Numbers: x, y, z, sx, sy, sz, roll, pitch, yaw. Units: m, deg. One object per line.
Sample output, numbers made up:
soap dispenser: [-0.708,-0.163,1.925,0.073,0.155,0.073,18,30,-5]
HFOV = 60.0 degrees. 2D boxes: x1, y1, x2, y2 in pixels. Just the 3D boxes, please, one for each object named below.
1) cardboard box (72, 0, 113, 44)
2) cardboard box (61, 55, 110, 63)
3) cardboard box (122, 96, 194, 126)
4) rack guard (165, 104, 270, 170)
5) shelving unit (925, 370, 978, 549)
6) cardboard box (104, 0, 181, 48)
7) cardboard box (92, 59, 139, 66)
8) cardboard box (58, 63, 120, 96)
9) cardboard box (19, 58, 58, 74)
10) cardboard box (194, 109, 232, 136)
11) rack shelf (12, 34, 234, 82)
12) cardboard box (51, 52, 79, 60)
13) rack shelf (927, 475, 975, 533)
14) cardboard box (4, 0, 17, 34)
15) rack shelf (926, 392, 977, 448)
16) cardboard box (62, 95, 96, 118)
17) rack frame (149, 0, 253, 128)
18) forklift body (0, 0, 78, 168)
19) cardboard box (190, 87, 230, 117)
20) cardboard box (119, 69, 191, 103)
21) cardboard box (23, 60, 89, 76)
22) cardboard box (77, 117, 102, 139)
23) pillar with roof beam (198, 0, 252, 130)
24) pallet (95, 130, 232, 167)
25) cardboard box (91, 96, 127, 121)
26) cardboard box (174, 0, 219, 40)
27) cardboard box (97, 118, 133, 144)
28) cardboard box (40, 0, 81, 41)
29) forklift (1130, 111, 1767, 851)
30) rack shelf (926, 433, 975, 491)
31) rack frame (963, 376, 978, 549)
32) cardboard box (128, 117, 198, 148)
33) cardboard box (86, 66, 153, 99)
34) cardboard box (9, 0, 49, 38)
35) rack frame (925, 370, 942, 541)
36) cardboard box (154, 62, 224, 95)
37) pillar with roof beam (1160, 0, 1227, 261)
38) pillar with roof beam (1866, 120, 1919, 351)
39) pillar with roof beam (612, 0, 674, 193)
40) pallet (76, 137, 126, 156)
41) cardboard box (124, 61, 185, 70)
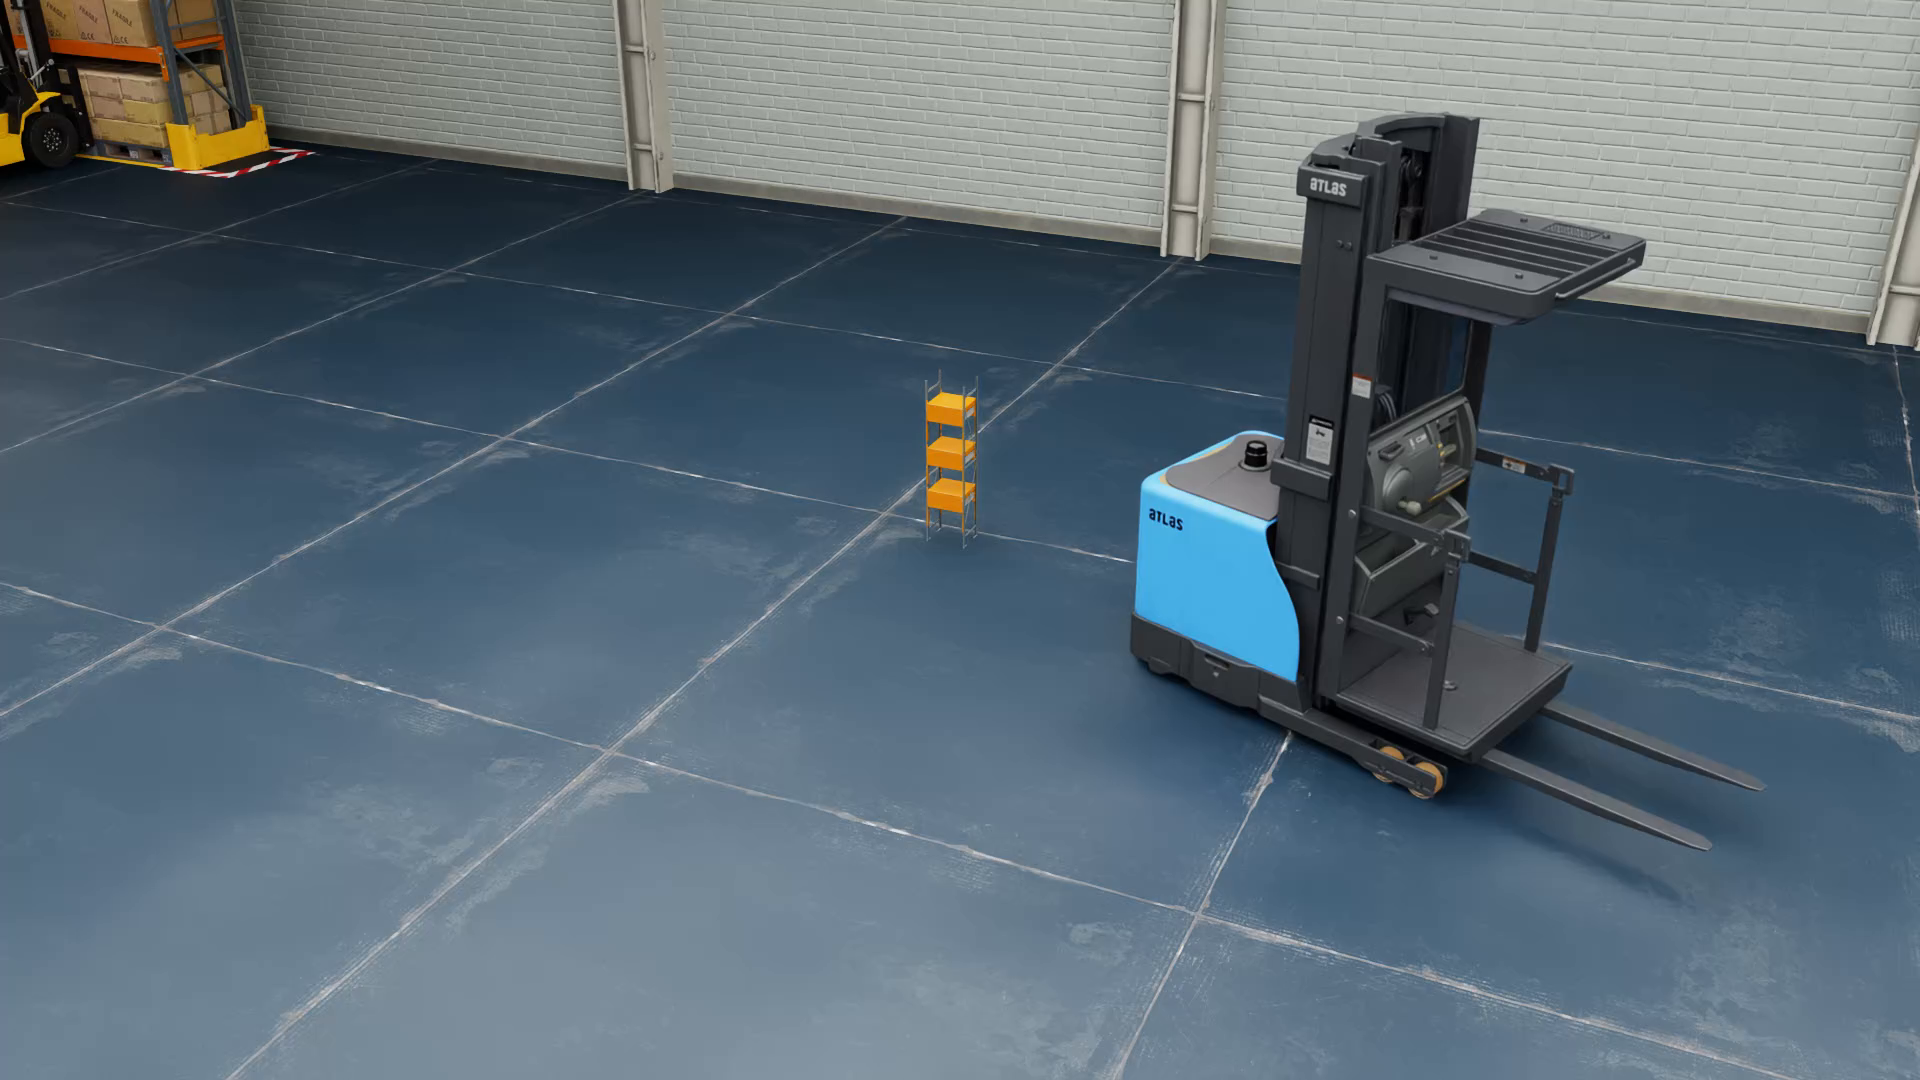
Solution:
cardboard box: [-9.557,-5.887,18.699,0.500,0.500,0.500,12,29,23]
cardboard box: [-10.261,-5.609,19.752,0.500,0.250,0.500,11,28,21]
cardboard box: [-9.104,-4.902,18.882,0.500,0.250,0.500,11,28,21]
rack guard: [-8.510,-4.634,19.096,0.348,0.500,1.175,11,28,22]
shelving unit: [-0.049,-0.481,10.038,0.252,1.050,0.215,11,28,22]
cardboard box: [-9.088,-5.789,18.499,0.500,0.500,0.500,11,28,21]
cardboard box: [-9.798,-5.513,19.556,0.500,0.250,0.500,11,28,21]
cardboard box: [-10.010,-5.301,19.127,0.500,0.250,0.500,12,29,22]
cardboard box: [-10.943,-5.496,19.522,0.500,0.250,0.500,12,29,24]
cardboard box: [-8.898,-4.883,19.409,0.500,0.250,0.500,11,28,22]
rack shelf: [-10.352,-5.803,19.454,4.000,0.370,1.077,11,28,22]
cardboard box: [-10.722,-5.698,19.932,0.500,0.250,0.500,12,28,22]
rack shelf: [-0.049,-0.222,10.165,0.240,0.259,0.215,11,28,22]
cardboard box: [-10.934,-6.169,19.271,0.500,0.500,0.500,11,28,21]
rack shelf: [-0.049,-0.726,9.917,0.240,0.259,0.215,11,28,22]
cardboard box: [-10.035,-5.084,19.252,0.500,0.250,0.500,11,28,21]
rack frame: [-8.531,-5.760,18.553,0.127,3.000,1.000,11,28,22]
forklift body: [-11.013,-4.992,17.954,1.214,2.155,2.313,11,28,22]
cardboard box: [-8.874,-5.108,19.301,0.500,0.250,0.500,12,29,23]
cardboard box: [-9.080,-5.122,18.763,0.500,0.250,0.500,12,29,24]
cardboard box: [-10.469,-5.397,19.321,0.500,0.250,0.500,11,28,21]
cardboard box: [-9.990,-4.863,19.369,0.500,0.250,0.500,12,29,22]
pillar with roof beam: [-10.574,-7.210,14.706,0.400,9.000,9.100,11,28,22]
pallet: [-9.245,-4.632,19.418,1.213,0.211,1.003,11,28,22]
cardboard box: [-9.556,-4.998,19.077,0.500,0.250,0.500,11,28,21]
cardboard box: [-8.867,-6.007,18.941,0.500,0.500,0.500,12,29,23]
cardboard box: [-9.539,-4.768,19.176,0.500,0.250,0.500,11,28,22]
cardboard box: [-10.023,-5.981,18.889,0.500,0.500,0.500,11,28,21]
forklift: [2.318,-0.364,7.671,3.031,2.935,1.130,23,34,38]
rack shelf: [-0.049,-0.471,10.043,0.240,0.259,0.215,11,28,22]
rack frame: [0.062,-0.458,9.993,0.008,1.050,0.200,11,28,22]
cardboard box: [-9.090,-4.673,18.984,0.500,0.250,0.500,12,28,22]
cardboard box: [-9.547,-5.213,18.947,0.500,0.250,0.500,12,29,23]
cardboard box: [-10.485,-6.069,19.067,0.500,0.500,0.500,12,28,22]
rack frame: [-0.160,-0.503,10.083,0.008,1.050,0.200,11,28,22]
cardboard box: [-8.891,-5.327,19.179,0.500,0.250,0.500,11,28,21]
pillar with roof beam: [0.349,-5.016,10.250,0.400,9.000,9.100,11,28,22]
pillar with roof beam: [5.811,-3.919,8.022,0.400,9.000,9.100,11,28,22]
pillar with roof beam: [-5.112,-6.113,12.478,0.400,9.000,9.100,11,28,22]
pallet: [-10.352,-4.855,19.873,1.213,0.211,1.003,11,28,22]
cardboard box: [-9.347,-5.417,19.362,0.500,0.250,0.500,11,28,22]
